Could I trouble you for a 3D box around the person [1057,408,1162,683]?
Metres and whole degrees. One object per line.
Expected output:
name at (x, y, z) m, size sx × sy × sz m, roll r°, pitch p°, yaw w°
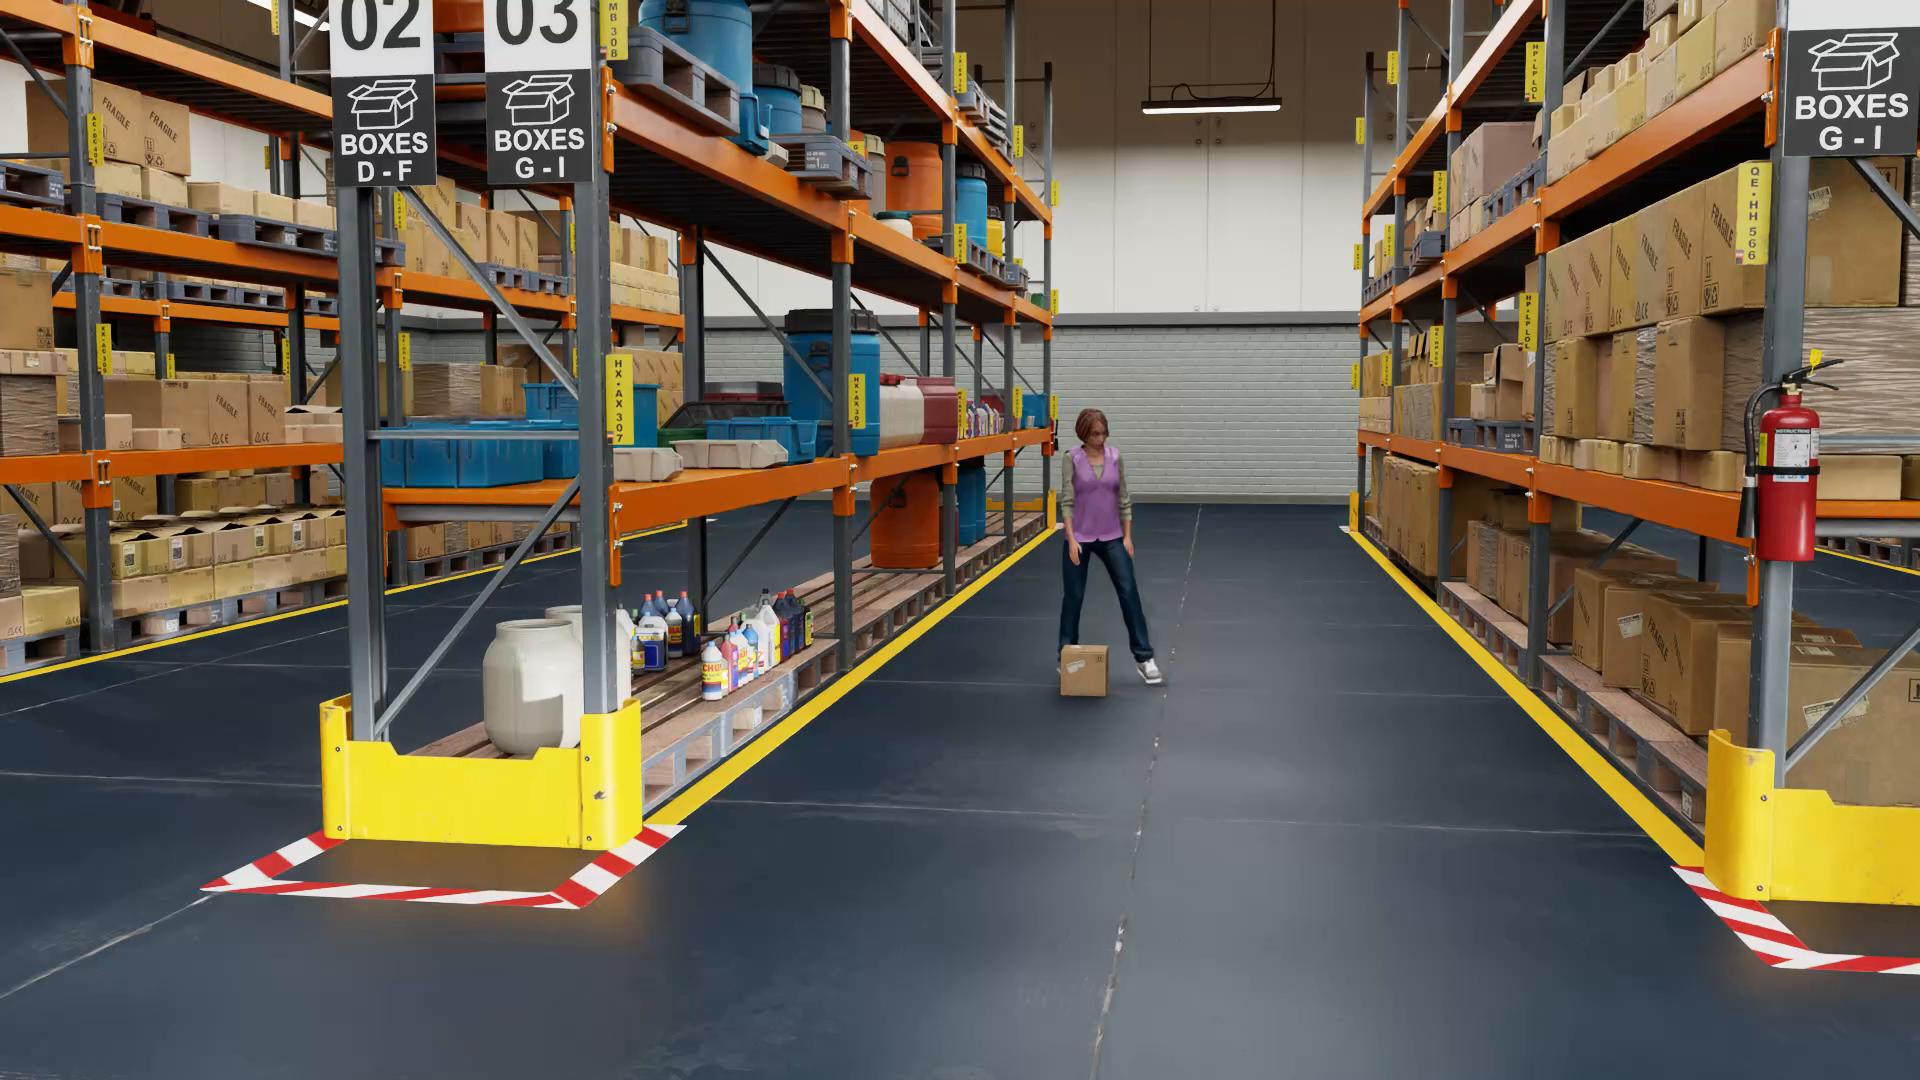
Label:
person at (0.872, 0.030, 9.720) m, size 0.565 × 1.575 × 0.502 m, roll -1°, pitch 5°, yaw -7°
